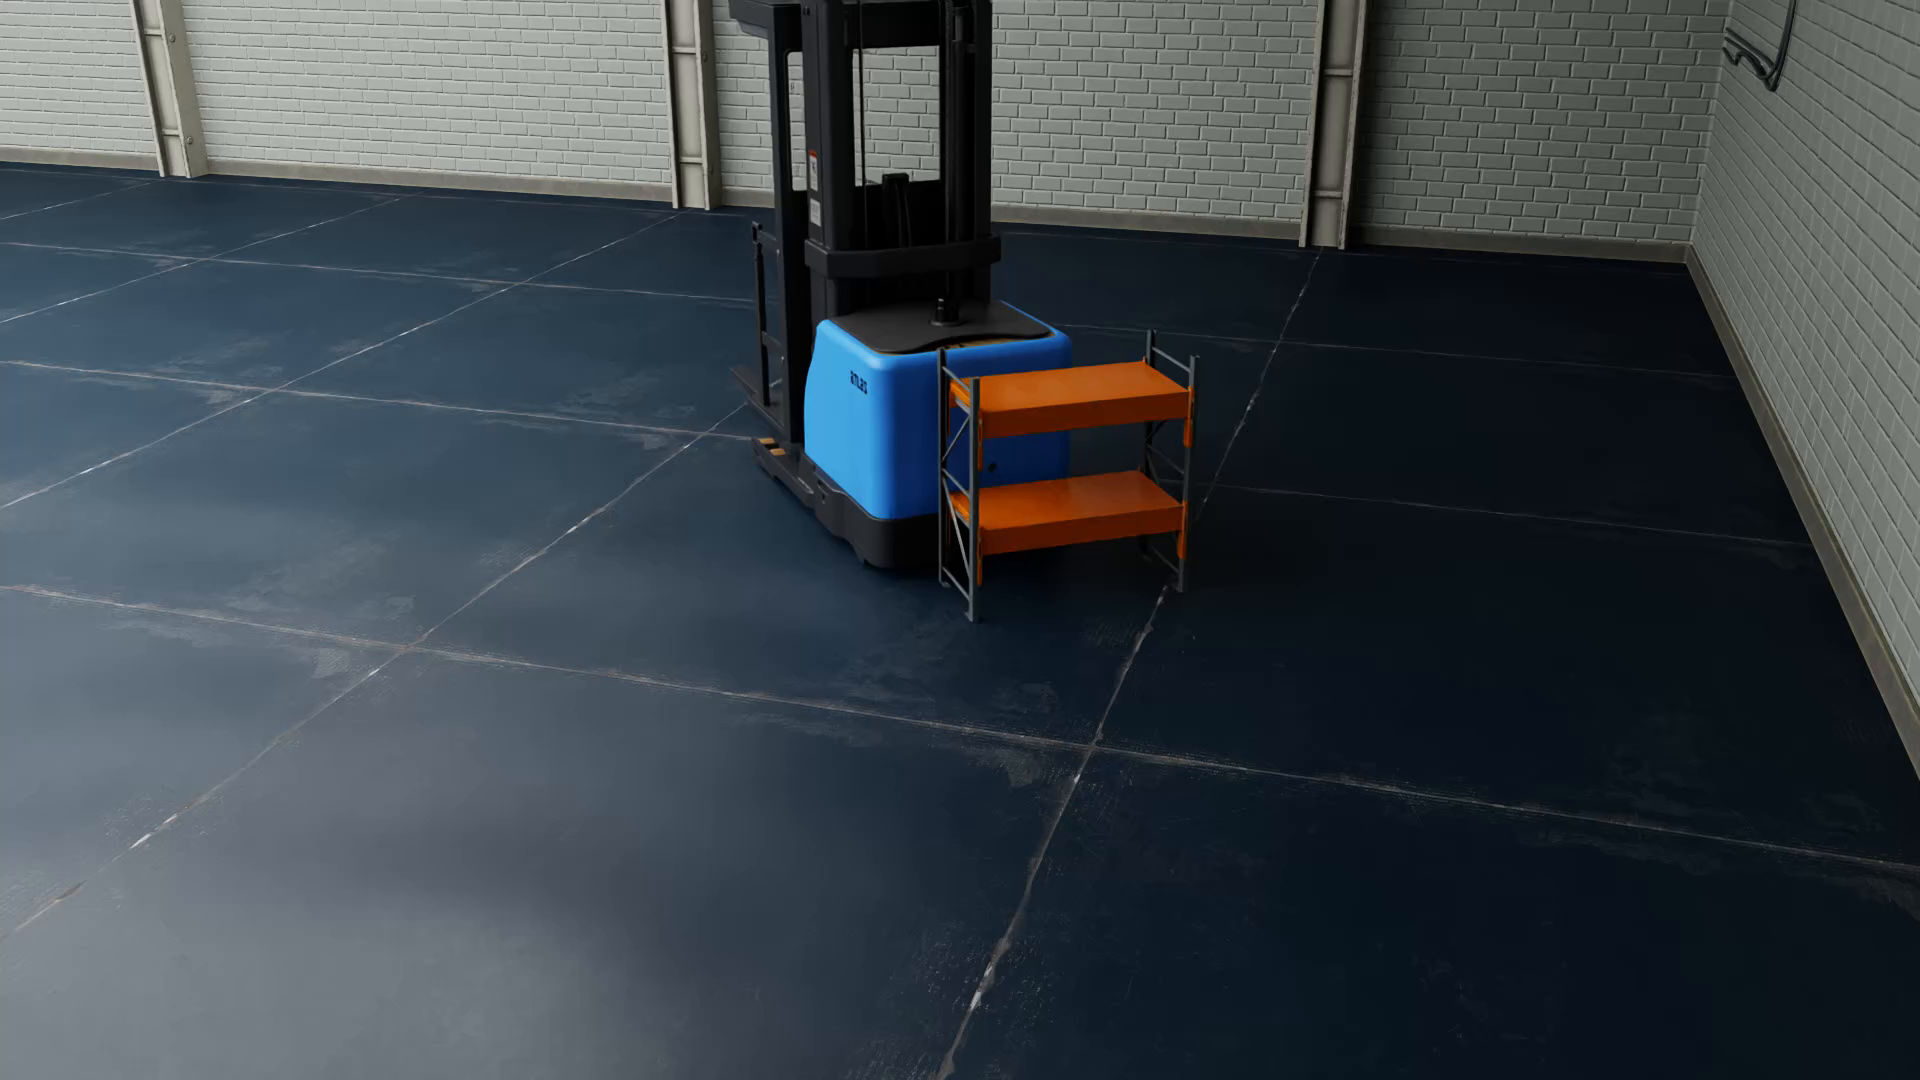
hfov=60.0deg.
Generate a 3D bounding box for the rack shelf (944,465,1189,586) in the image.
[{"bbox_3d":[0.474,-0.078,7.621,1.000,0.278,0.538,-7,23,-17],"label":"rack shelf"}]

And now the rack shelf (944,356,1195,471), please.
[{"bbox_3d":[0.474,-0.575,7.417,1.000,0.278,0.538,-7,23,-17],"label":"rack shelf"}]

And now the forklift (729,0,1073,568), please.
[{"bbox_3d":[-0.509,-1.750,8.674,1.130,2.935,3.031,-9,24,-22],"label":"forklift"}]

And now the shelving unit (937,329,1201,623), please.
[{"bbox_3d":[0.474,-0.304,7.528,1.048,1.125,0.538,-7,23,-17],"label":"shelving unit"}]

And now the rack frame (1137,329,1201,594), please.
[{"bbox_3d":[0.957,-0.364,7.675,0.032,1.125,0.500,-7,23,-17],"label":"rack frame"}]

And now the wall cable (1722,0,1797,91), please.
[{"bbox_3d":[5.631,-4.519,11.522,0.112,2.526,3.097,7,23,16],"label":"wall cable"}]

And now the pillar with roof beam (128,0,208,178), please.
[{"bbox_3d":[-9.539,-6.511,12.285,0.400,9.000,9.100,7,23,16],"label":"pillar with roof beam"}]

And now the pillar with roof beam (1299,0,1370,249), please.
[{"bbox_3d":[1.949,-5.195,9.078,0.400,9.000,9.100,7,23,16],"label":"pillar with roof beam"}]

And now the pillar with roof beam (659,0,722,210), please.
[{"bbox_3d":[-3.795,-5.853,10.682,0.400,9.000,9.100,7,23,16],"label":"pillar with roof beam"}]

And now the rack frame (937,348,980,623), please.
[{"bbox_3d":[-0.008,-0.244,7.381,0.032,1.125,0.500,-7,23,-17],"label":"rack frame"}]
